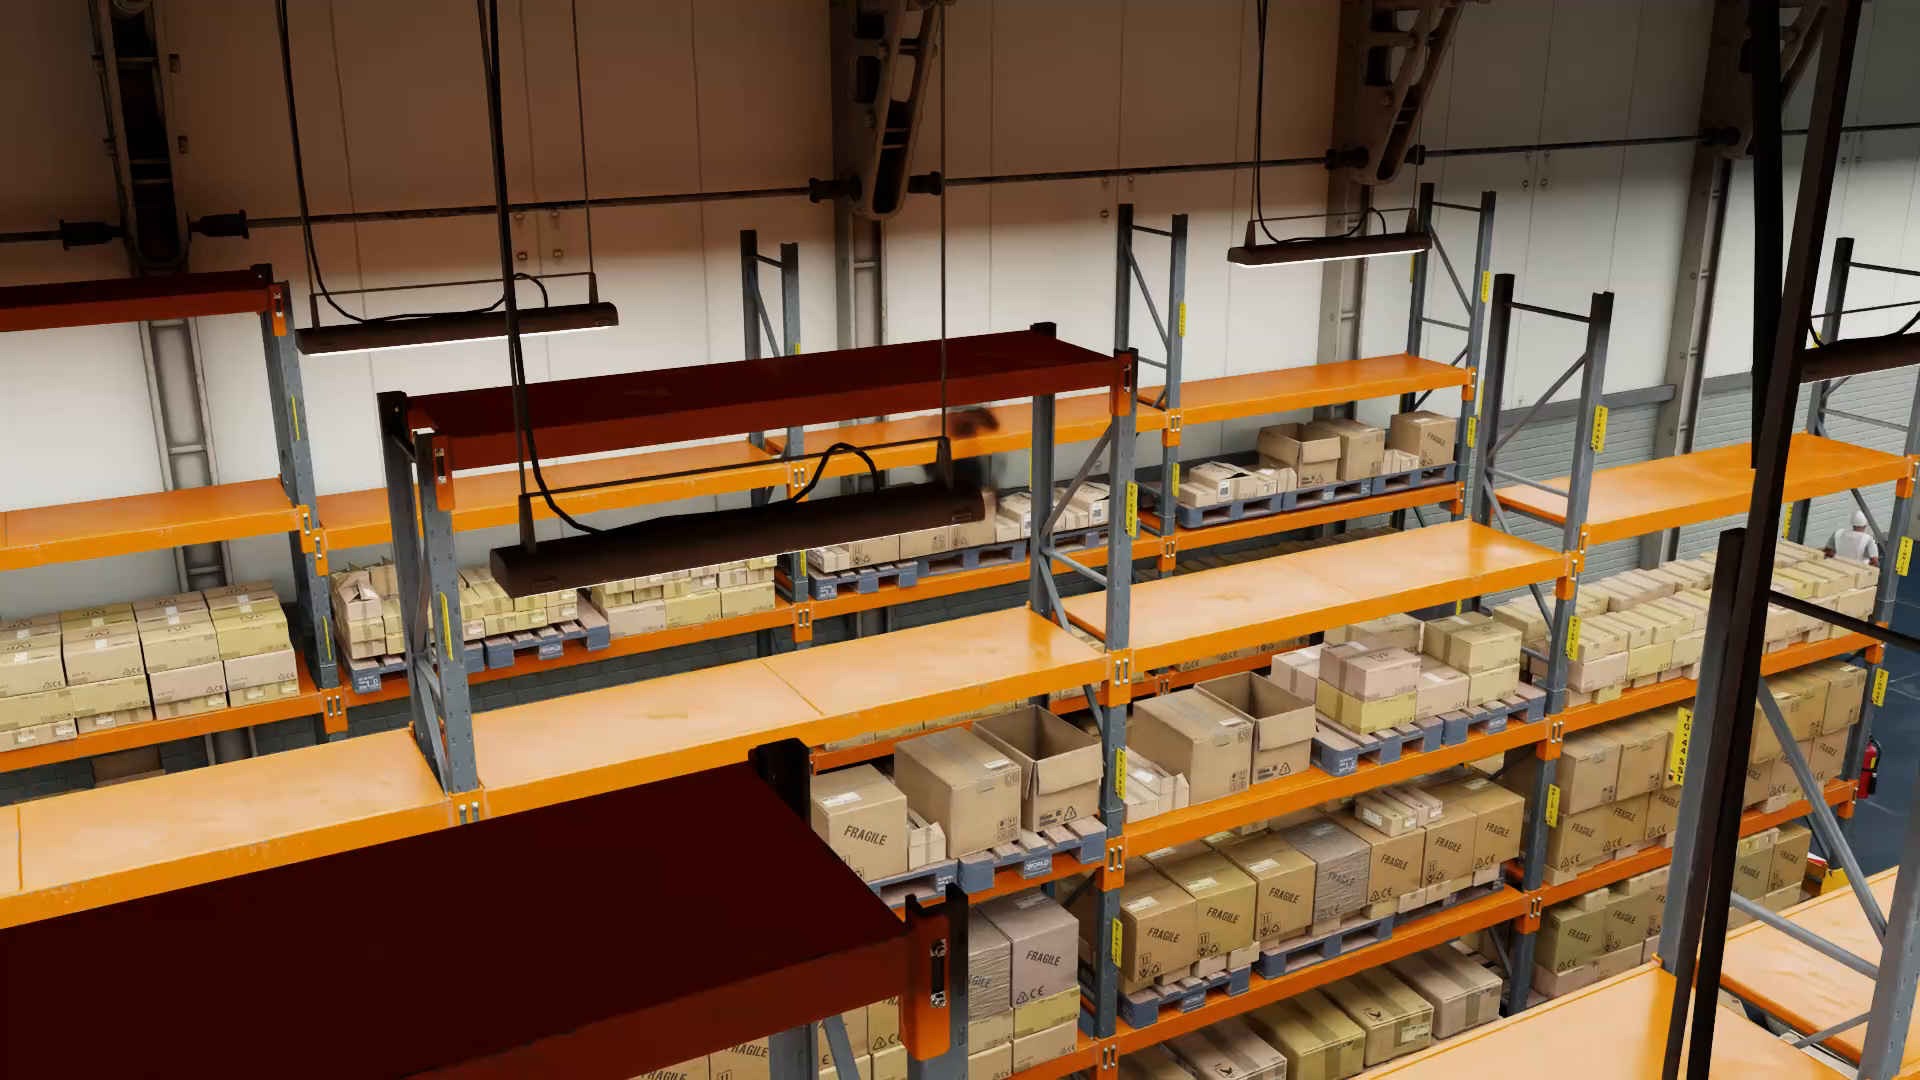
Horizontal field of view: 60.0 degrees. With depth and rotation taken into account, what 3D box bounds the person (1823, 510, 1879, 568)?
[{"bbox_3d":[11.380,0.472,21.286,0.696,1.749,0.705,-13,22,-33],"label":"person"}]
